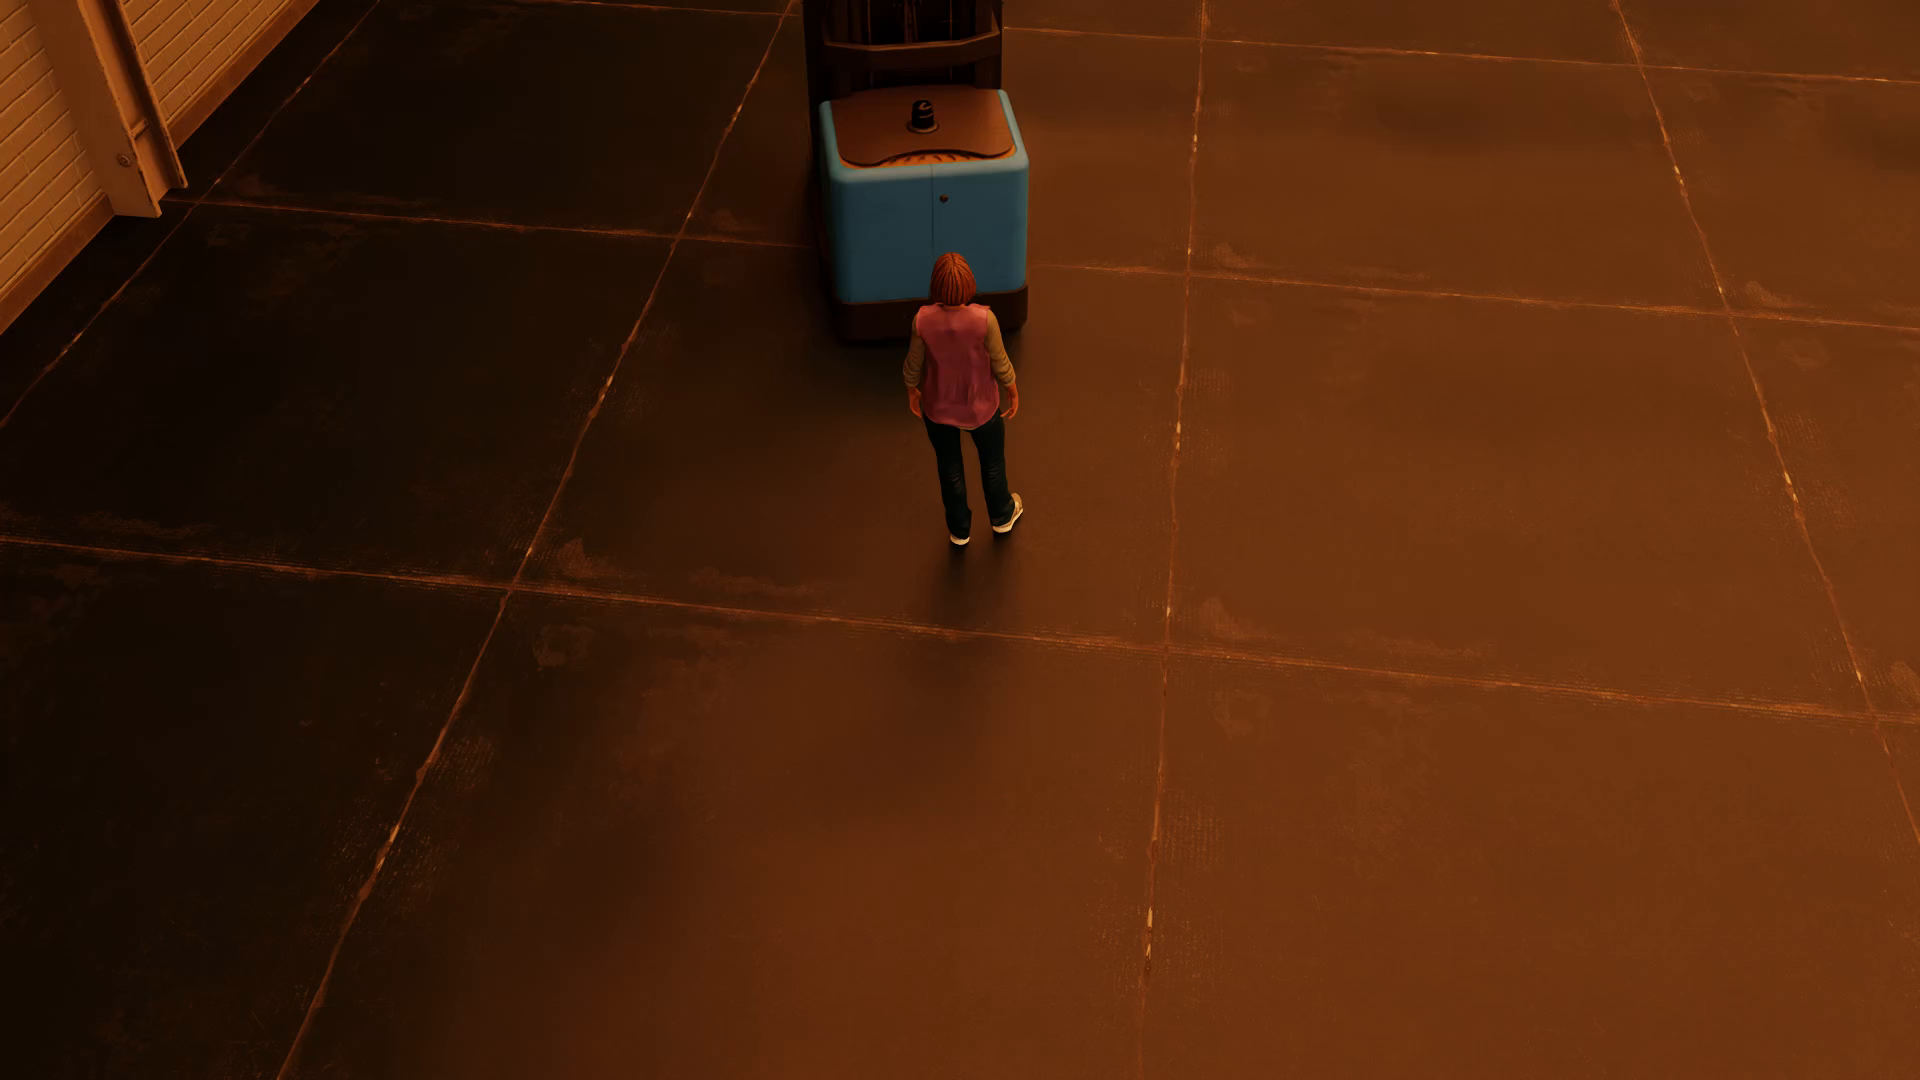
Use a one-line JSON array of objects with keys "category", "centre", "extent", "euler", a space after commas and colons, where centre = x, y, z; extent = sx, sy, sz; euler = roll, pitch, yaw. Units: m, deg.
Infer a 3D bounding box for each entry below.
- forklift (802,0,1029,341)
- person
[{"category": "forklift", "centre": [-0.346, -3.150, 9.153], "extent": [1.130, 2.935, 3.031], "euler": [-5, 43, -6]}, {"category": "person", "centre": [0.023, -0.642, 7.399], "extent": [0.521, 1.599, 0.473], "euler": [5, 43, 6]}]
